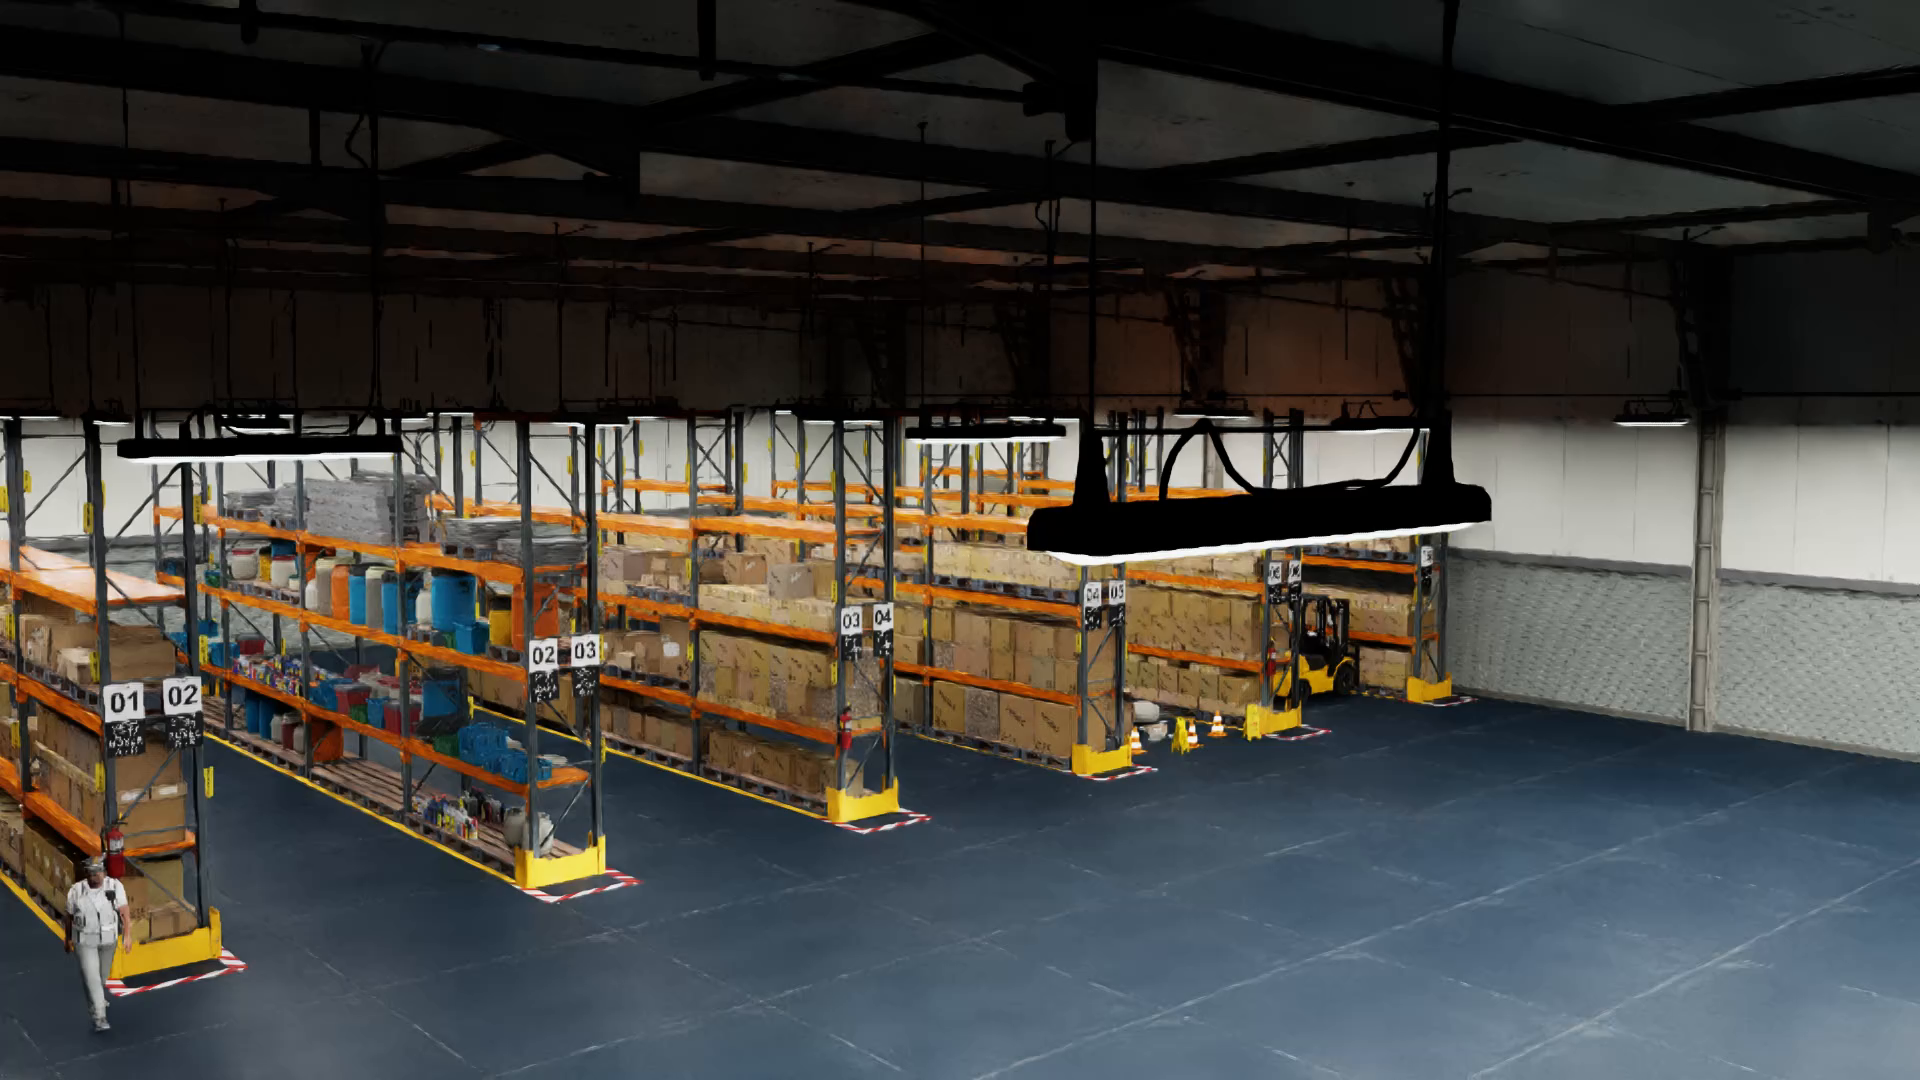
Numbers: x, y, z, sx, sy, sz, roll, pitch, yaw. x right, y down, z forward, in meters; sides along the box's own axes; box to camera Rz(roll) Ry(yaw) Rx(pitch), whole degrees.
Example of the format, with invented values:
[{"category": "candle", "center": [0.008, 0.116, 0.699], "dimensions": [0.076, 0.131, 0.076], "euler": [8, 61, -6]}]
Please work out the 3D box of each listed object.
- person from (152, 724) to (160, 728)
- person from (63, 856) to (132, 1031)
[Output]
[{"category": "person", "center": [-12.037, 3.311, 24.589], "dimensions": [1.035, 1.708, 0.571], "euler": [4, 7, 40]}, {"category": "person", "center": [-8.676, 3.998, 16.767], "dimensions": [0.556, 1.712, 1.030], "euler": [-5, 7, -42]}]
